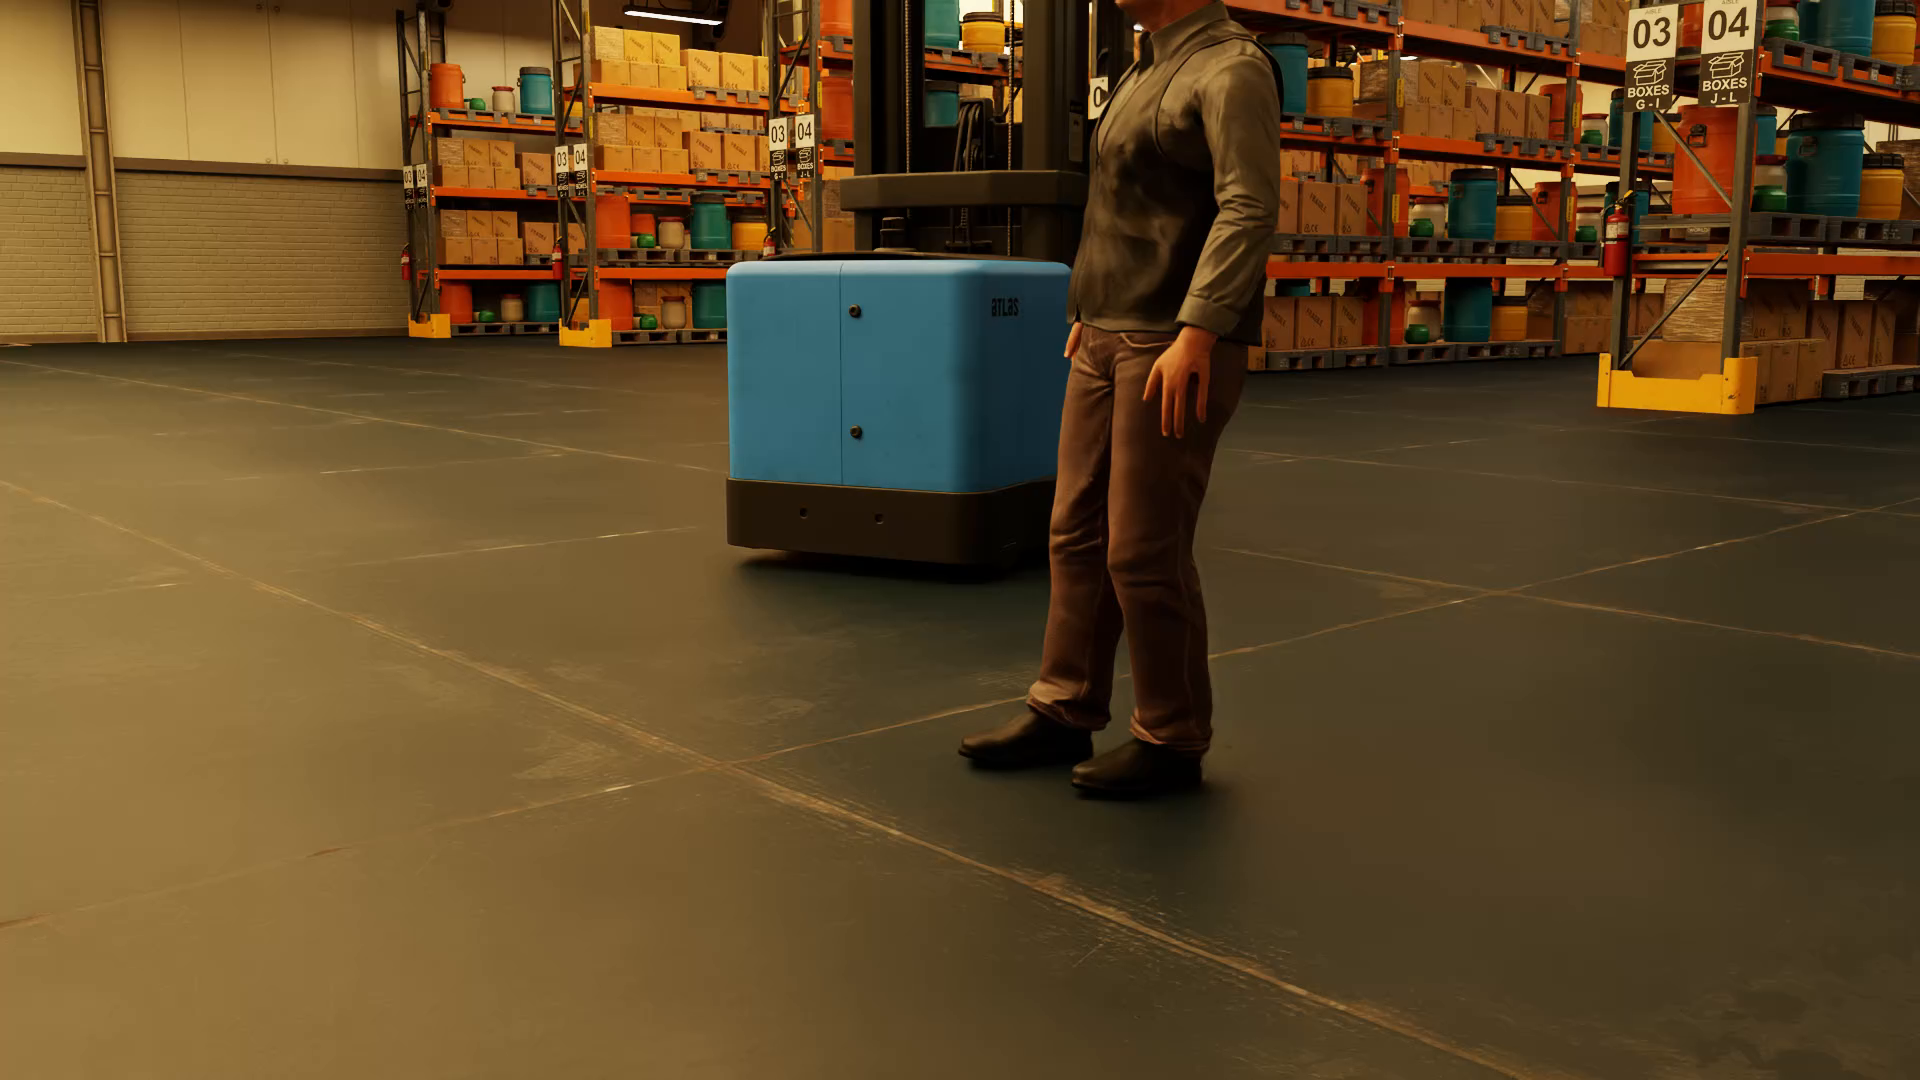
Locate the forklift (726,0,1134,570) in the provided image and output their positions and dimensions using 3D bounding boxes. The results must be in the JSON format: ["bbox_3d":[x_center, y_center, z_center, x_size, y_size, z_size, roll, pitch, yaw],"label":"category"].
[{"bbox_3d":[0.275,-1.531,6.852,1.130,2.935,3.031,4,10,26],"label":"forklift"}]

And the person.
[{"bbox_3d":[0.315,-0.363,3.250,0.549,1.723,0.679,-3,9,-16],"label":"person"}]
